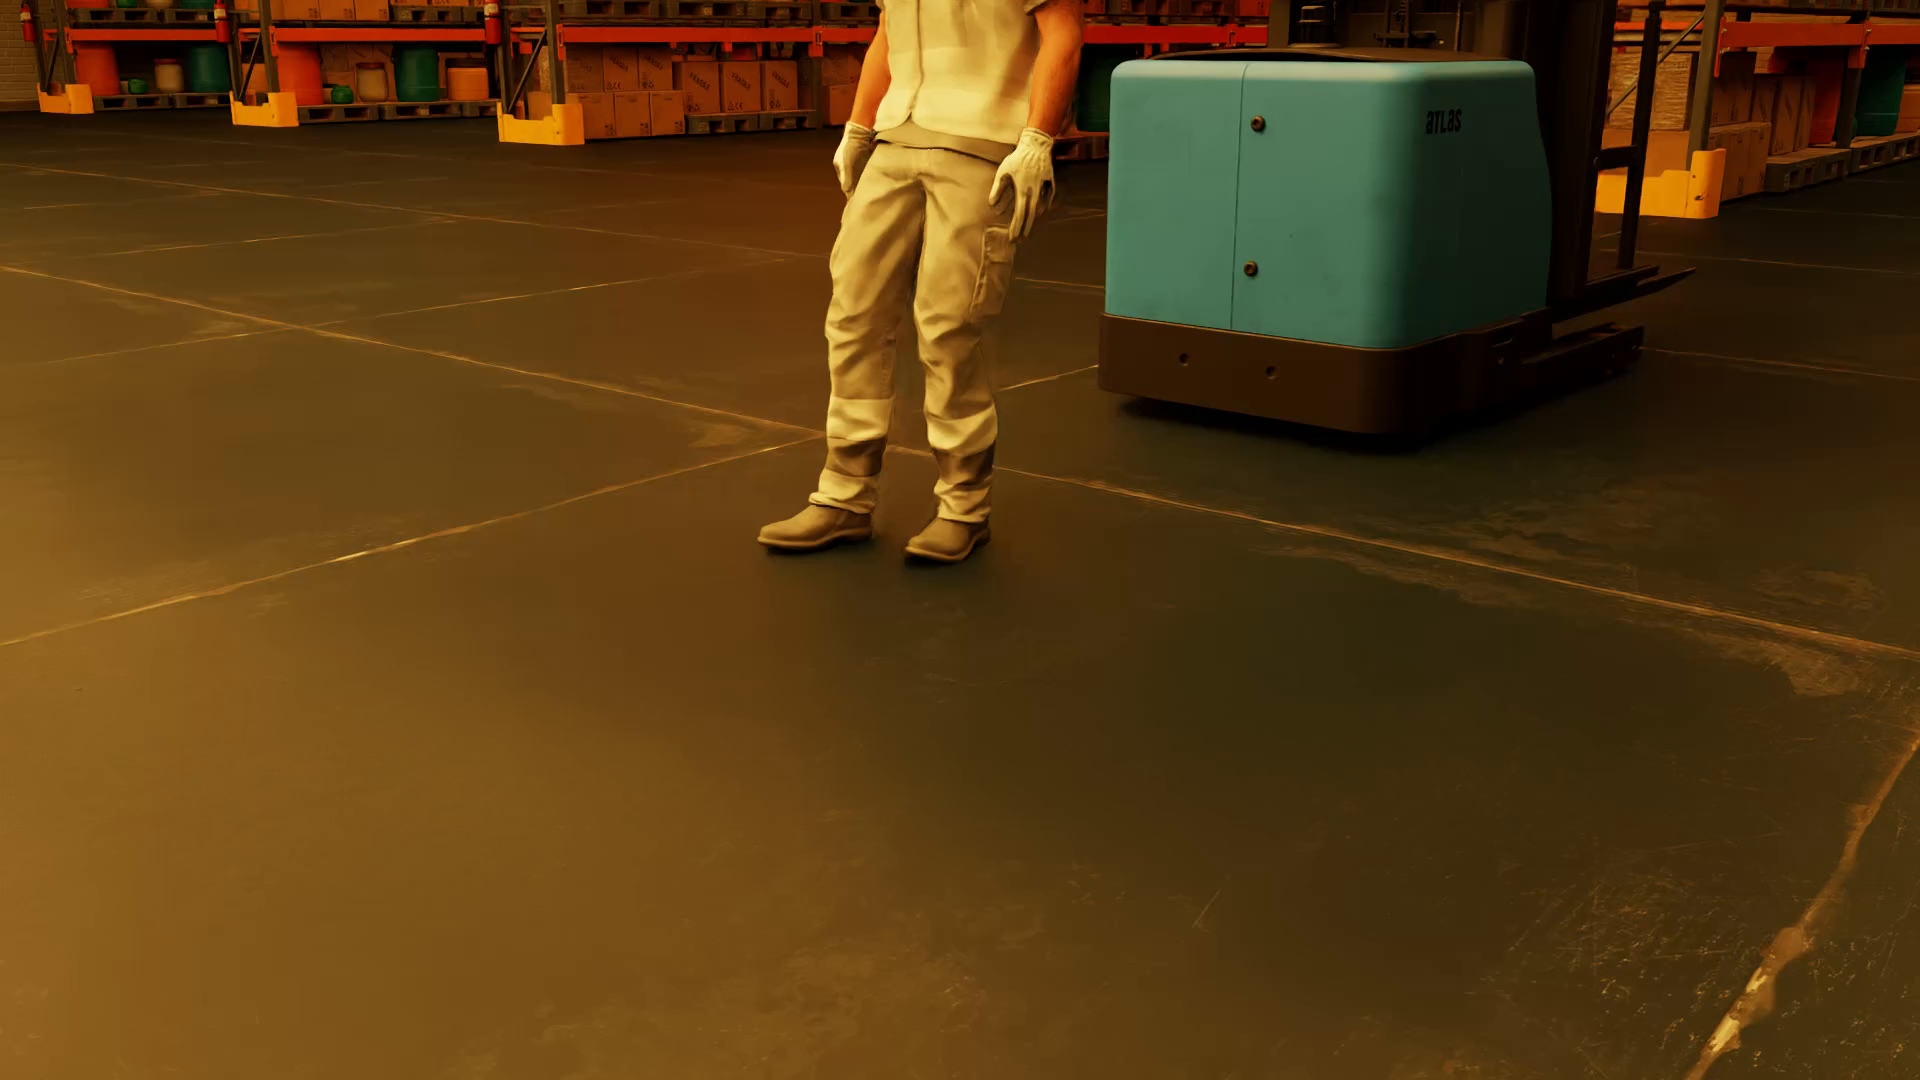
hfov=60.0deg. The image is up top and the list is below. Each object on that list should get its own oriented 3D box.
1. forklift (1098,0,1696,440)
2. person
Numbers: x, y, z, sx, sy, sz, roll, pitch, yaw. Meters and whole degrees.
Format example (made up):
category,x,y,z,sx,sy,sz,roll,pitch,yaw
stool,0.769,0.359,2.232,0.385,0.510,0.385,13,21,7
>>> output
category,x,y,z,sx,sy,sz,roll,pitch,yaw
forklift,1.790,-2.048,5.641,1.130,2.935,3.031,14,22,39
person,-0.072,-0.816,3.587,0.666,1.777,0.566,16,23,42
